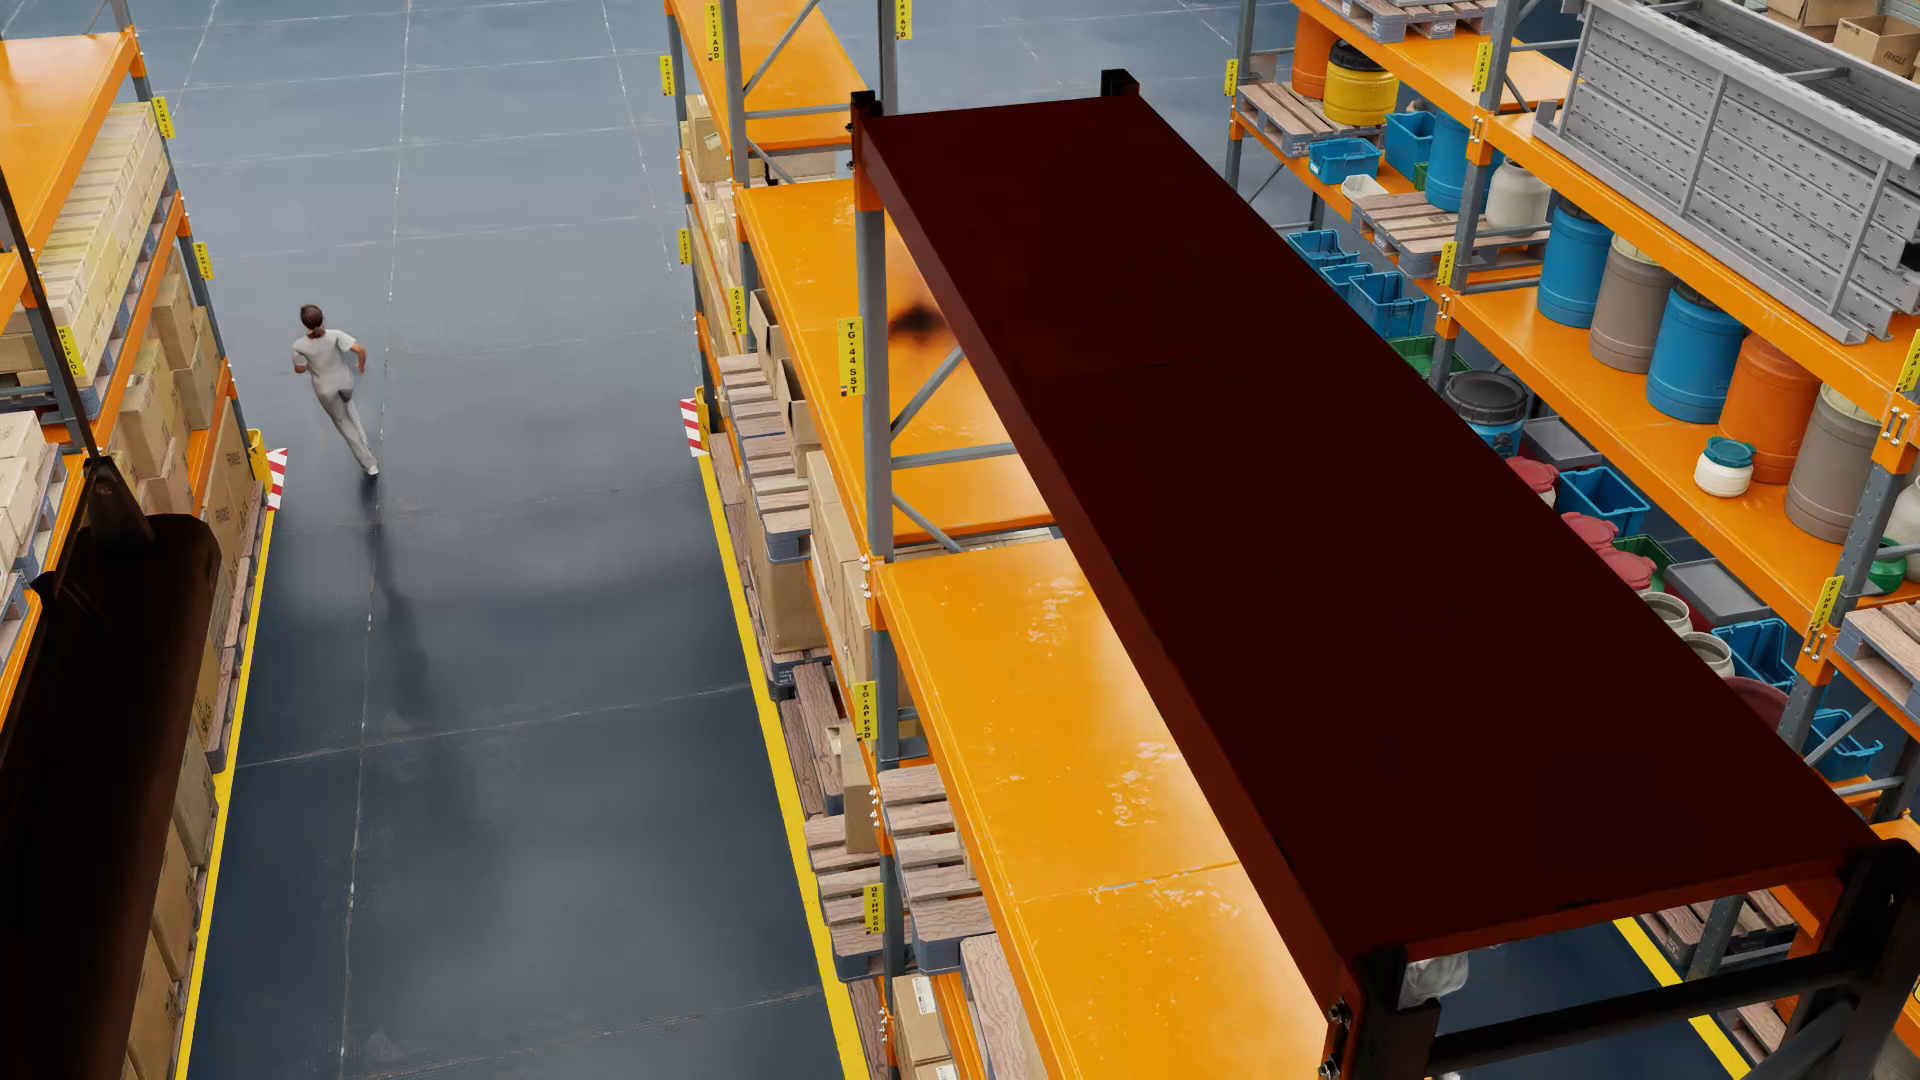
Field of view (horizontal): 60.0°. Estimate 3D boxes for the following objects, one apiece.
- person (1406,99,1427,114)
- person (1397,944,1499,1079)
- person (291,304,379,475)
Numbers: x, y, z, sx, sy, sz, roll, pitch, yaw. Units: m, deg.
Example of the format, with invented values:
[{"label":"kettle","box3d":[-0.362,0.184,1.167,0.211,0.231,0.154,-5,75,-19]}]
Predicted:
[{"label":"person","box3d":[5.052,-4.187,18.805,0.615,1.607,0.625,11,36,15]},{"label":"person","box3d":[2.666,2.421,9.184,0.541,1.552,0.666,-16,37,-22]},{"label":"person","box3d":[-5.482,-1.300,14.587,0.551,1.612,0.676,-25,42,-32]}]
